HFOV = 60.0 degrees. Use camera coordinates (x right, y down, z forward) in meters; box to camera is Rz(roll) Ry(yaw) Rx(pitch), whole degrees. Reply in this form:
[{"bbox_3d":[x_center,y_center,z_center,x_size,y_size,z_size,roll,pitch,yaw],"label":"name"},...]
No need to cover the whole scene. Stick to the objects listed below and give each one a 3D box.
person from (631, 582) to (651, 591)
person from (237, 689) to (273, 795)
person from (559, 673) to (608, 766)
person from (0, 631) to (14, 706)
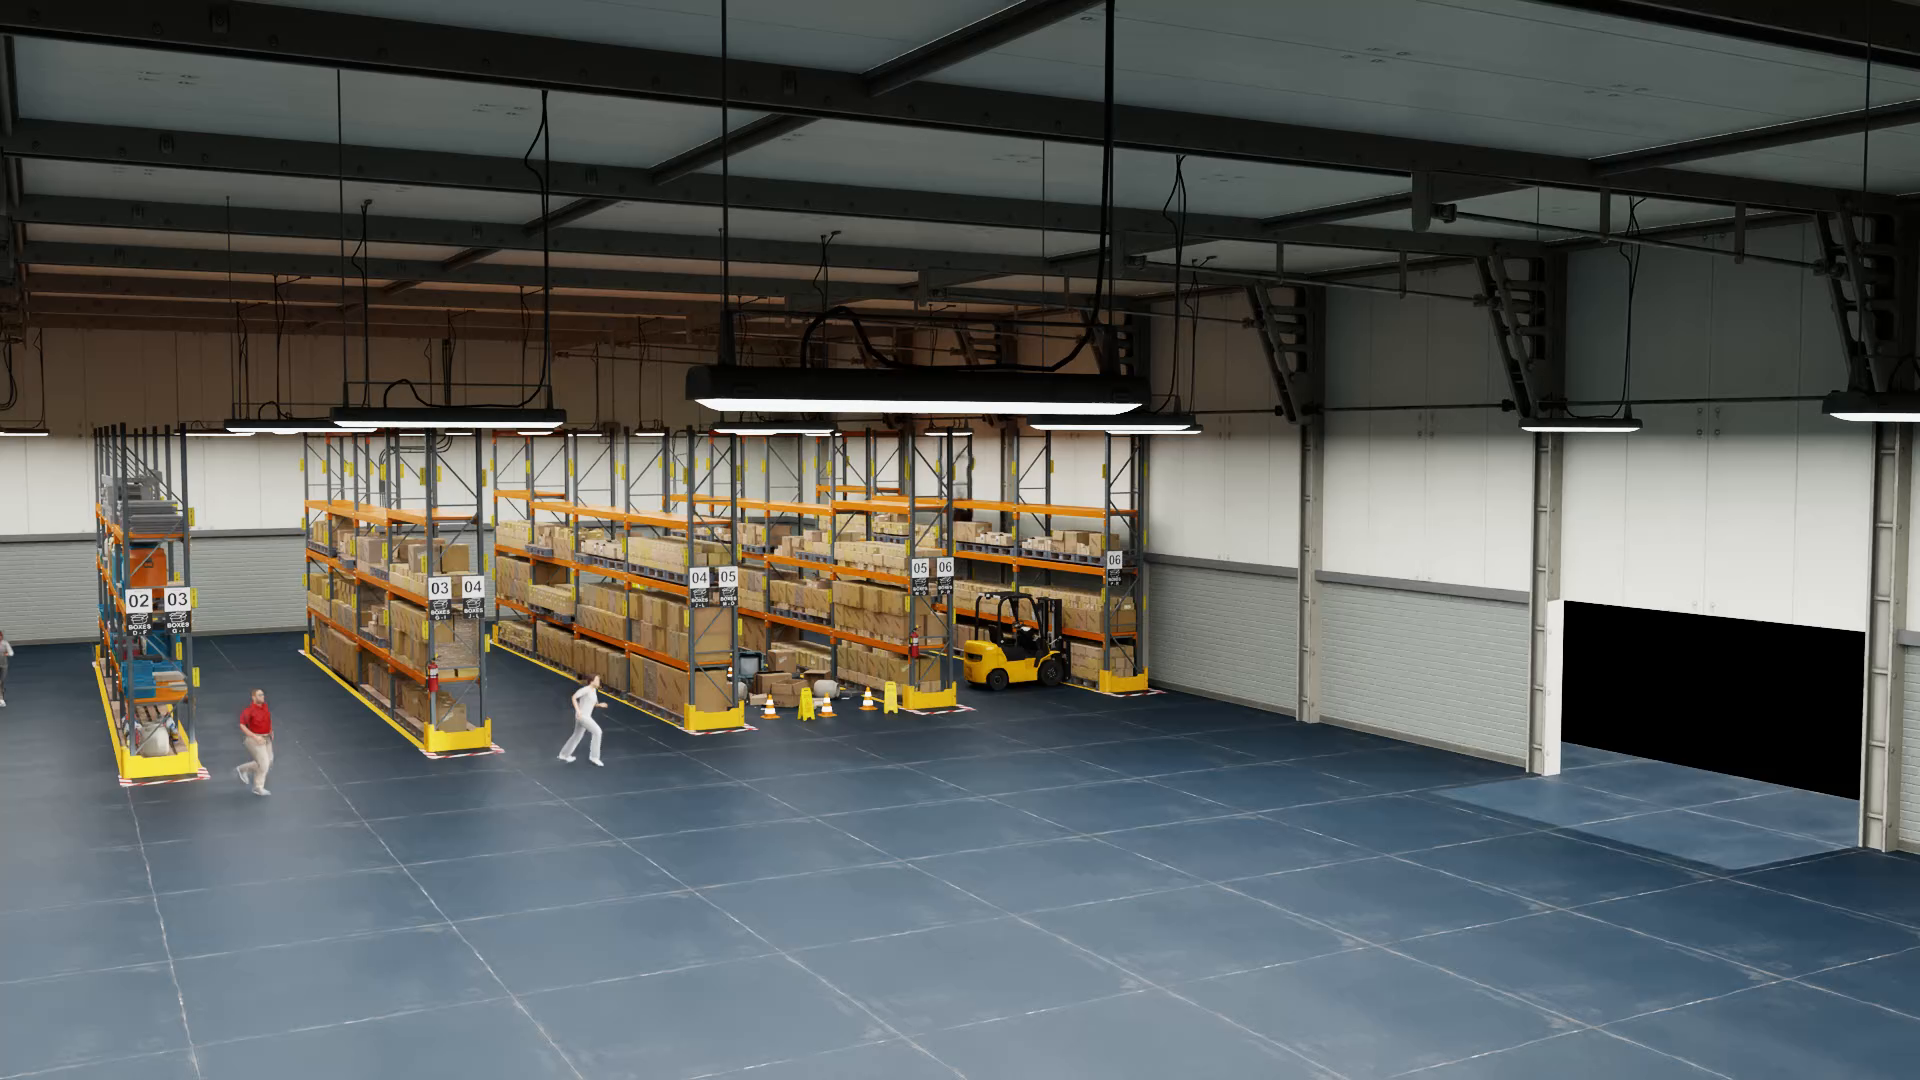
[{"bbox_3d":[-9.876,1.752,51.025,0.670,1.809,0.869,3,5,41],"label":"person"},{"bbox_3d":[-11.436,3.258,26.905,0.666,1.720,0.673,1,4,13],"label":"person"},{"bbox_3d":[-6.642,3.152,29.192,0.888,1.651,0.581,0,3,5],"label":"person"},{"bbox_3d":[-20.664,2.731,35.759,0.529,1.596,0.884,-3,5,-41],"label":"person"}]
